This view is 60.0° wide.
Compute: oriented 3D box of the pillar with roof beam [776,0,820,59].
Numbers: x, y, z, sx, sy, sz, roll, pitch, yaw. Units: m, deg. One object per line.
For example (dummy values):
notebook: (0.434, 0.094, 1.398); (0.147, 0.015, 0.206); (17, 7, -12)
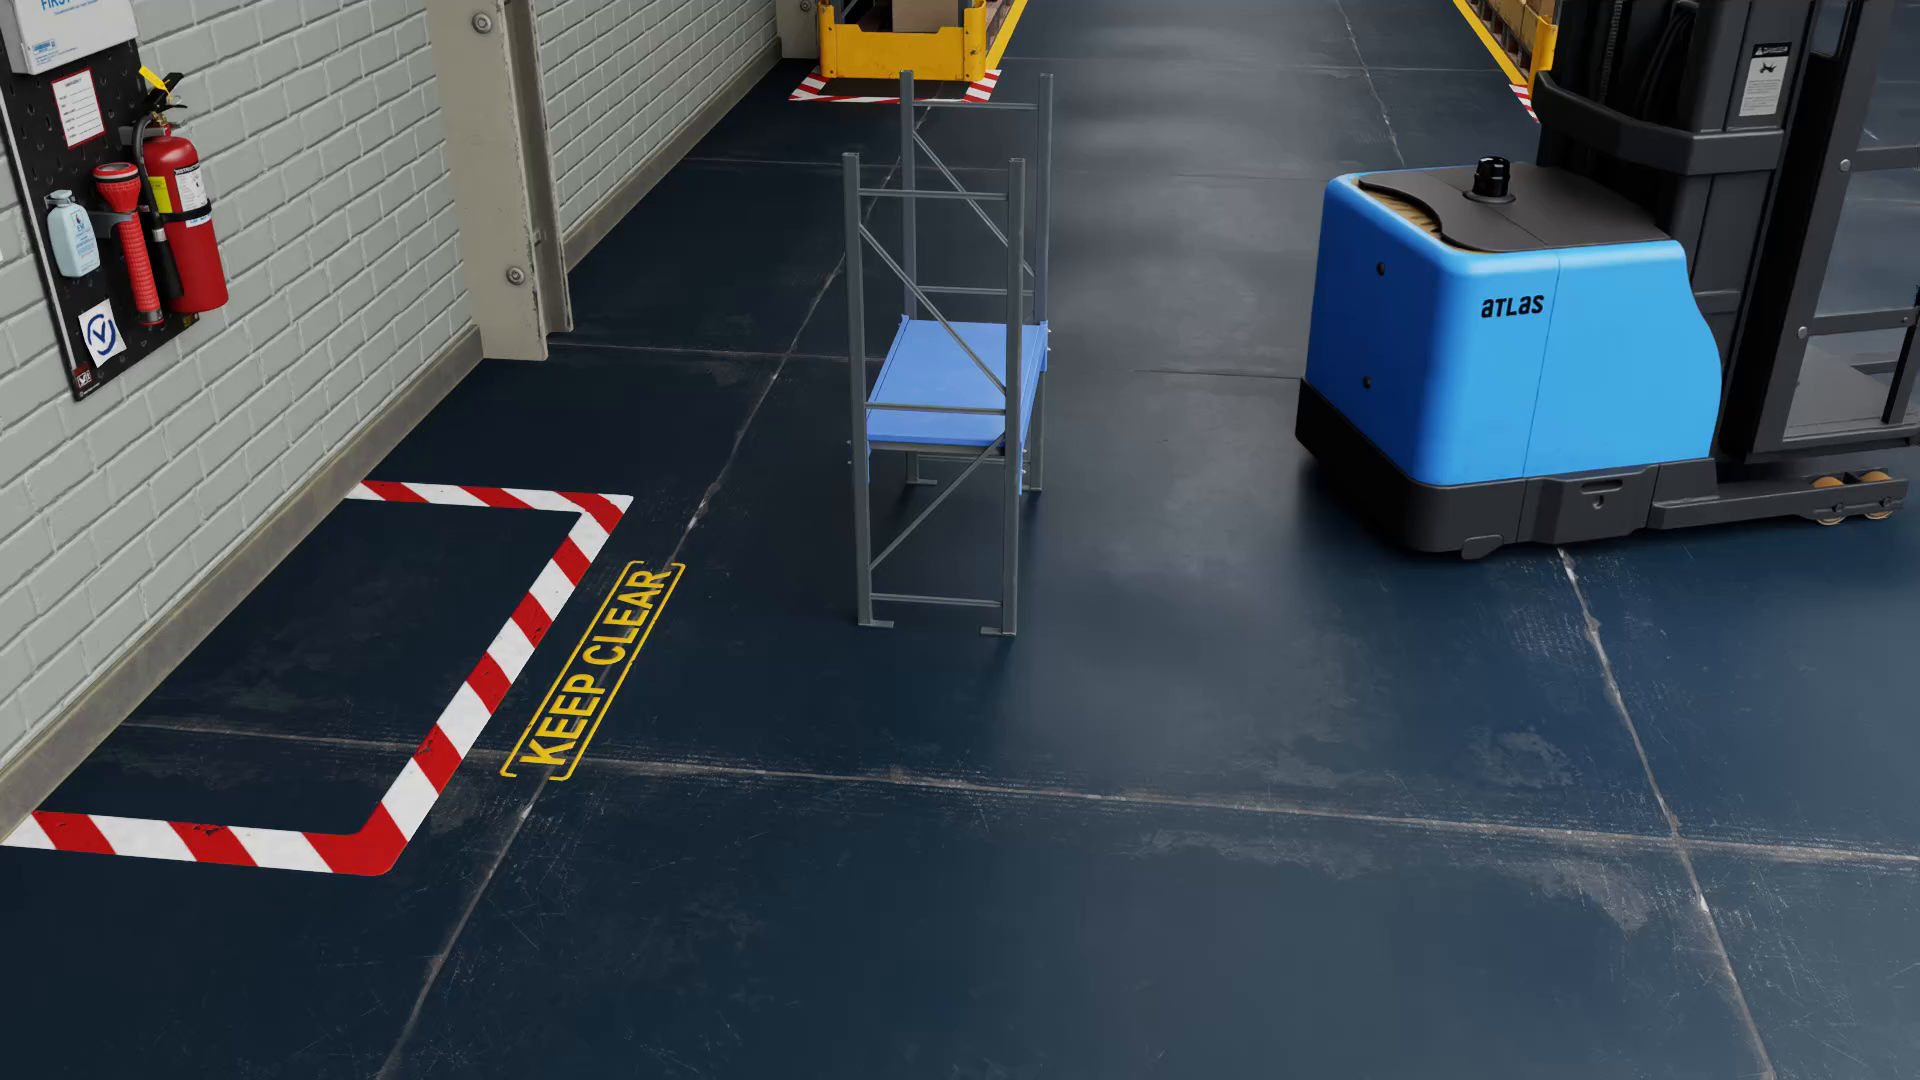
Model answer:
pillar with roof beam: (3.081, -7.413, 10.023); (9.100, 9.000, 0.400); (3, 28, 6)

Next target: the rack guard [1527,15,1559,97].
rack guard: (4.495, -3.245, 11.246); (1.175, 0.500, 0.348); (3, 28, 6)

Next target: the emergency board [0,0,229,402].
emergency board: (-2.267, -1.037, 4.513); (0.194, 1.169, 0.643); (3, 28, 6)

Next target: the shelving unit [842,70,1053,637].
shelving unit: (-0.010, -0.620, 5.320); (0.538, 1.500, 1.048); (3, 28, 6)

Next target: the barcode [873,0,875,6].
barcode: (-0.639, -4.009, 12.390); (0.001, 0.075, 0.075); (3, 28, 6)

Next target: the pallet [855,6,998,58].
pallet: (-0.275, -3.831, 12.639); (1.003, 0.211, 1.213); (3, 28, 6)

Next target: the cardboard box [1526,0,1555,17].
cardboard box: (4.269, -3.931, 11.549); (0.500, 0.500, 0.500); (3, 28, 6)

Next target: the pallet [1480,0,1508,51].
pallet: (4.702, -4.064, 13.071); (1.003, 0.211, 1.213); (3, 28, 6)

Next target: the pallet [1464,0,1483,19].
pallet: (4.849, -4.640, 14.140); (1.003, 0.211, 1.213); (3, 28, 6)

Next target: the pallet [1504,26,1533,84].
pallet: (4.550, -3.491, 12.008); (1.003, 0.211, 1.213); (3, 28, 6)

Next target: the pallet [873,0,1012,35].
pallet: (-0.123, -4.404, 13.702); (1.003, 0.211, 1.213); (3, 28, 6)

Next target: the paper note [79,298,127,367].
paper note: (-2.357, -0.570, 4.574); (0.016, 0.148, 0.142); (3, 28, 6)

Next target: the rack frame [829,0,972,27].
rack frame: (-0.419, -4.643, 11.205); (1.000, 3.000, 0.127); (3, 28, 6)

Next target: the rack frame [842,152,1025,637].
rack frame: (-0.073, -0.381, 4.876); (0.500, 1.500, 0.032); (3, 28, 6)

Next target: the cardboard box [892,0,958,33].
cardboard box: (-0.245, -3.973, 12.333); (0.500, 0.311, 0.500); (0, 28, 0)

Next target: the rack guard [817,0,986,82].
rack guard: (-0.409, -3.578, 11.864); (1.175, 0.500, 0.348); (3, 28, 6)

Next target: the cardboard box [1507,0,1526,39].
cardboard box: (4.320, -3.837, 12.165); (0.500, 0.250, 0.500); (3, 28, 6)

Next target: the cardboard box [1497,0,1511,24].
cardboard box: (4.380, -4.072, 12.602); (0.500, 0.250, 0.500); (3, 28, 6)

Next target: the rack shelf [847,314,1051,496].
rack shelf: (-0.010, -0.462, 5.405); (0.538, 0.185, 1.000); (3, 28, 6)

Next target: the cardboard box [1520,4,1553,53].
cardboard box: (4.271, -3.601, 11.727); (0.500, 0.250, 0.500); (3, 28, 6)

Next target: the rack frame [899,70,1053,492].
rack frame: (0.052, -0.859, 5.764); (0.500, 1.500, 0.032); (3, 28, 6)

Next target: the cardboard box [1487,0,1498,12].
cardboard box: (4.443, -4.307, 13.039); (0.500, 0.250, 0.500); (3, 28, 6)

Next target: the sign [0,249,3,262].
sign: (-2.437, -0.799, 4.032); (0.001, 0.329, 0.234); (3, 28, 6)

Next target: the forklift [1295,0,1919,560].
forklift: (2.849, -1.580, 5.592); (3.031, 2.935, 1.130); (-6, 29, -12)

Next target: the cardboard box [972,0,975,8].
cardboard box: (-0.175, -4.242, 12.831); (0.500, 0.311, 0.500); (6, 29, 10)

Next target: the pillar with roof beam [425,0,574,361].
pillar with roof beam: (2.346, -4.589, 4.780); (9.100, 9.000, 0.400); (3, 28, 6)

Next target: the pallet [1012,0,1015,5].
pallet: (0.024, -4.980, 14.771); (1.003, 0.211, 1.213); (3, 28, 6)

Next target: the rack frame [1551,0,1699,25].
rack frame: (4.498, -4.357, 10.674); (1.000, 3.000, 0.127); (3, 28, 6)
